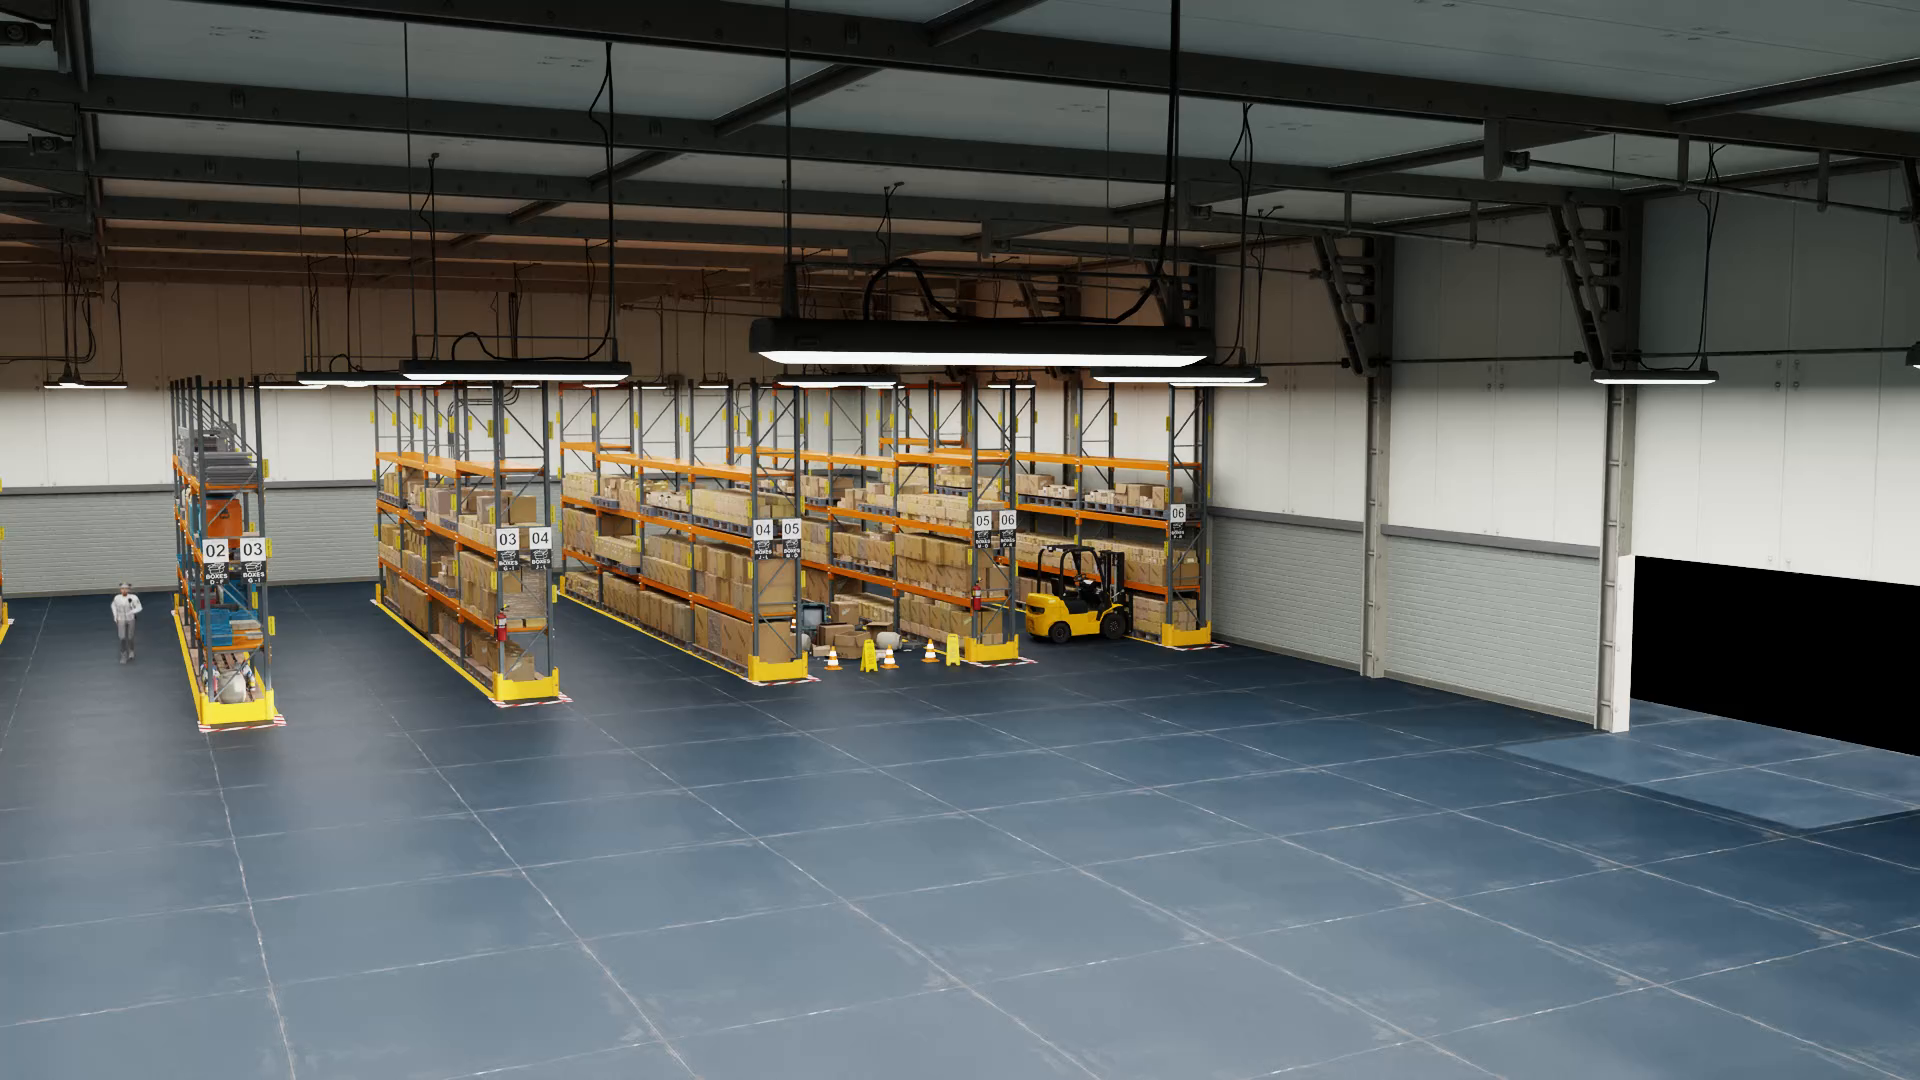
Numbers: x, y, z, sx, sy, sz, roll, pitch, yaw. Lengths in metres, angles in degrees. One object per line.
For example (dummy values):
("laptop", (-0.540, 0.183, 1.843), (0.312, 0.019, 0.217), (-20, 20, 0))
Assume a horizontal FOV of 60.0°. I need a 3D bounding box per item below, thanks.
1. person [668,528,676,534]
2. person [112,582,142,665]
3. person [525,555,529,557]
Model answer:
("person", (-8.574, 0.440, 50.068), (0.645, 1.702, 0.662), (-2, 5, -22))
("person", (-17.684, 1.740, 35.319), (0.606, 1.731, 0.799), (-2, 5, -21))
("person", (-12.131, 0.781, 45.964), (0.764, 1.768, 0.652), (0, 5, 1))
